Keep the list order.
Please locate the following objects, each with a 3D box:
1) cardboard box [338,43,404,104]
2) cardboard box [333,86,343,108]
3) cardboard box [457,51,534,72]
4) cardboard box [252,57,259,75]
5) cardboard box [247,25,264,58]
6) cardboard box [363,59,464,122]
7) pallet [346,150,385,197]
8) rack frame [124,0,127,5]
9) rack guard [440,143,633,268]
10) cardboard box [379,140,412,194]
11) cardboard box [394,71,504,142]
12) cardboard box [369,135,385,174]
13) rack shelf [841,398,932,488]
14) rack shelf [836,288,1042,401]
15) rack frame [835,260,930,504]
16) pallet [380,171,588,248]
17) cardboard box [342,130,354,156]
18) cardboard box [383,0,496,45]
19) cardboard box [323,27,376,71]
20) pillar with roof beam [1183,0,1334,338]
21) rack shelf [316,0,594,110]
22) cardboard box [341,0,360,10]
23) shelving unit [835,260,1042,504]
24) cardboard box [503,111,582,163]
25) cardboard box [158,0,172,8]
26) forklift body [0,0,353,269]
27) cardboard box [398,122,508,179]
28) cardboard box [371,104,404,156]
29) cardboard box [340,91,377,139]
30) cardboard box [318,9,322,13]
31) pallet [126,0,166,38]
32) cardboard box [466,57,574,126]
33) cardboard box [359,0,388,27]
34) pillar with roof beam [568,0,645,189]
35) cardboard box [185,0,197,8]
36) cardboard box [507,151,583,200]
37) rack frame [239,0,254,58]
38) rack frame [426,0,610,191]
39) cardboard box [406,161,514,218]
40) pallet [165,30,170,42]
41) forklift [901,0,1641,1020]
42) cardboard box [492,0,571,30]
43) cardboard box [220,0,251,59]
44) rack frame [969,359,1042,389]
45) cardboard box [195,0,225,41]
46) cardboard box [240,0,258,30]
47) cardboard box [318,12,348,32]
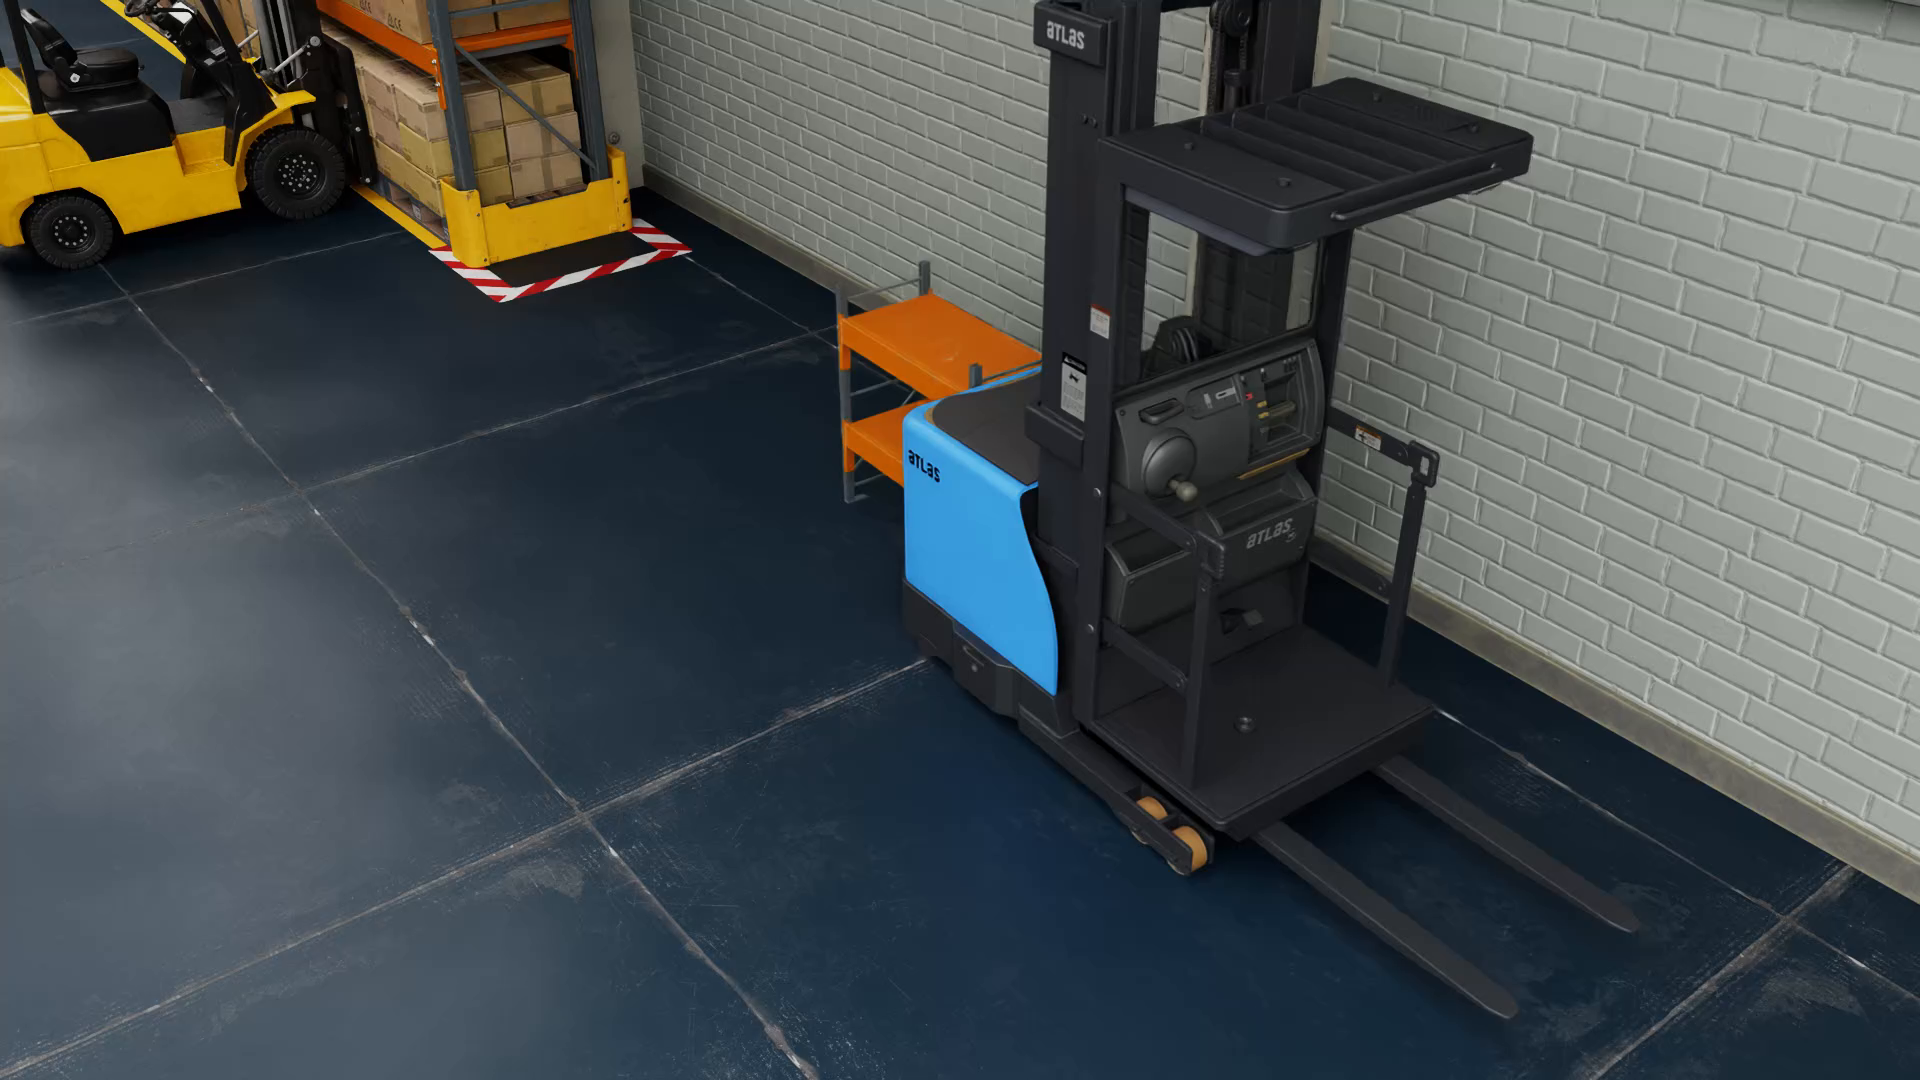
[{"bbox_3d":[-3.905,-3.196,11.314,0.500,0.250,0.500,-22,38,-31],"label":"cardboard box"},{"bbox_3d":[-4.223,-3.207,11.805,0.500,0.250,0.500,-22,38,-32],"label":"cardboard box"},{"bbox_3d":[-3.196,-3.156,11.249,0.500,0.250,0.500,-22,38,-31],"label":"cardboard box"},{"bbox_3d":[-5.159,-3.621,12.945,0.500,0.250,0.500,-22,38,-31],"label":"cardboard box"},{"bbox_3d":[-5.142,-3.841,12.825,0.500,0.250,0.500,-22,38,-32],"label":"cardboard box"},{"bbox_3d":[-3.588,-2.989,10.981,0.500,0.250,0.500,-22,38,-31],"label":"cardboard box"},{"bbox_3d":[-3.988,-2.881,12.189,1.003,0.211,1.213,-22,38,-31],"label":"pallet"},{"bbox_3d":[-7.647,-6.586,15.512,1.000,3.000,0.127,-22,38,-31],"label":"rack frame"},{"bbox_3d":[-2.727,-2.180,10.787,1.175,0.500,0.348,-22,38,-31],"label":"rack guard"},{"bbox_3d":[-3.577,-2.567,11.248,0.500,0.250,0.500,-22,38,-31],"label":"cardboard box"},{"bbox_3d":[-3.270,-2.778,10.641,0.500,0.250,0.500,-21,37,-30],"label":"cardboard box"},{"bbox_3d":[-3.876,-2.778,11.588,0.500,0.250,0.500,-22,38,-31],"label":"cardboard box"},{"bbox_3d":[-0.051,-0.313,7.651,0.538,0.278,1.000,-21,38,-30],"label":"rack shelf"},{"bbox_3d":[-0.051,-0.769,7.368,0.538,0.278,1.000,-21,38,-30],"label":"rack shelf"},{"bbox_3d":[-0.350,-0.738,7.871,0.500,1.125,0.032,-21,38,-30],"label":"rack frame"},{"bbox_3d":[-3.244,-2.373,11.371,1.003,0.211,1.213,-22,38,-31],"label":"pallet"},{"bbox_3d":[-4.213,-2.987,11.925,0.500,0.250,0.500,-21,38,-30],"label":"cardboard box"},{"bbox_3d":[-3.251,-3.415,10.311,0.500,0.500,0.500,-23,39,-32],"label":"cardboard box"},{"bbox_3d":[-4.210,-3.410,11.658,0.500,0.250,0.500,-23,39,-32],"label":"cardboard box"},{"bbox_3d":[-2.178,-2.489,3.229,9.100,9.000,0.400,-22,38,-31],"label":"pillar with roof beam"},{"bbox_3d":[-3.968,-3.780,11.675,1.077,0.370,4.000,-22,38,-31],"label":"rack shelf"},{"bbox_3d":[-3.876,-3.848,11.007,0.500,0.500,0.500,-23,39,-32],"label":"cardboard box"},{"bbox_3d":[-0.051,-0.521,7.522,0.538,1.125,1.048,-21,38,-30],"label":"shelving unit"},{"bbox_3d":[-2.866,-2.738,11.050,0.500,0.250,0.500,-21,38,-31],"label":"cardboard box"},{"bbox_3d":[-6.869,-5.222,15.167,0.875,0.625,0.625,-21,37,-30],"label":"cardboard box"},{"bbox_3d":[-5.345,-3.092,10.690,2.313,2.155,1.214,-22,38,-31],"label":"forklift body"},{"bbox_3d":[-3.287,-2.577,10.790,0.500,0.250,0.500,-23,38,-32],"label":"cardboard box"},{"bbox_3d":[-3.586,-2.789,11.132,0.500,0.250,0.500,-23,38,-32],"label":"cardboard box"},{"bbox_3d":[-3.919,-2.998,11.468,0.500,0.250,0.500,-23,39,-32],"label":"cardboard box"},{"bbox_3d":[-4.840,-3.835,12.342,0.500,0.250,0.500,-22,38,-31],"label":"cardboard box"},{"bbox_3d":[-7.173,-5.046,15.675,1.003,0.211,1.213,-22,38,-31],"label":"pallet"},{"bbox_3d":[-2.887,-2.949,10.916,0.500,0.250,0.500,-23,39,-32],"label":"cardboard box"},{"bbox_3d":[-3.562,-3.634,10.664,0.500,0.500,0.500,-21,38,-30],"label":"cardboard box"},{"bbox_3d":[-5.857,-4.990,7.255,9.100,9.000,0.400,-22,38,-31],"label":"pillar with roof beam"},{"bbox_3d":[-6.456,-4.941,14.716,0.875,0.625,0.625,-24,39,-33],"label":"cardboard box"},{"bbox_3d":[-2.888,-2.531,11.190,0.500,0.250,0.500,-22,38,-31],"label":"cardboard box"},{"bbox_3d":[-5.194,-4.919,12.828,1.000,3.000,0.127,-22,38,-31],"label":"rack frame"},{"bbox_3d":[-2.742,-3.252,10.144,1.000,3.000,0.127,-22,38,-31],"label":"rack frame"},{"bbox_3d":[-3.279,-2.356,10.909,0.500,0.250,0.500,-22,38,-31],"label":"cardboard box"},{"bbox_3d":[-6.429,-4.538,14.857,1.003,0.211,1.213,-22,38,-31],"label":"pallet"},{"bbox_3d":[1.029,-0.363,5.556,1.130,2.935,3.031,-21,38,-30],"label":"forklift"},{"bbox_3d":[-2.826,-3.591,10.594,0.500,0.500,0.500,-21,37,-30],"label":"cardboard box"},{"bbox_3d":[-5.523,-4.303,13.688,0.875,0.625,0.625,-20,37,-29],"label":"cardboard box"},{"bbox_3d":[0.248,-0.304,7.173,0.500,1.125,0.032,-21,38,-30],"label":"rack frame"},{"bbox_3d":[-5.993,-4.629,14.212,0.875,0.625,0.625,-23,38,-32],"label":"cardboard box"},{"bbox_3d":[-5.146,-4.051,12.690,0.500,0.250,0.500,-23,39,-32],"label":"cardboard box"},{"bbox_3d":[-4.526,-3.631,12.014,0.500,0.250,0.500,-21,37,-30],"label":"cardboard box"}]
